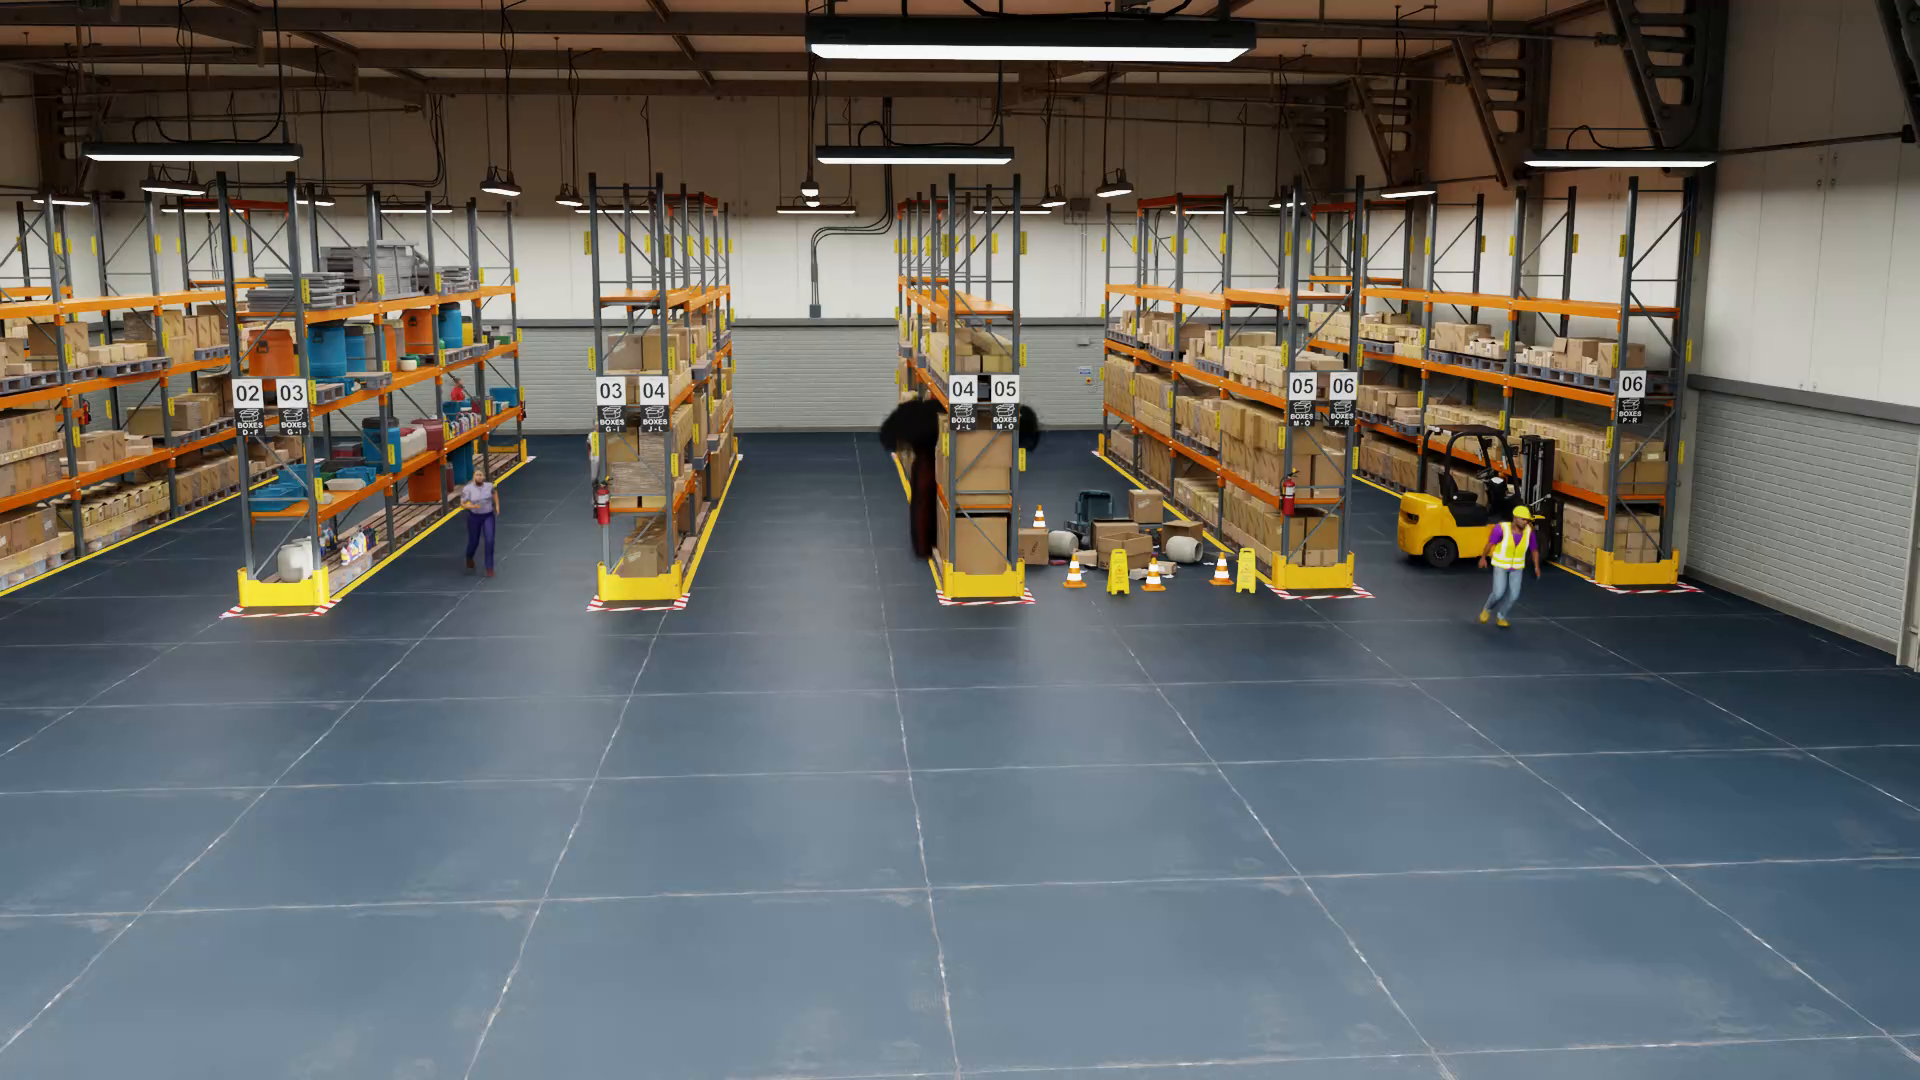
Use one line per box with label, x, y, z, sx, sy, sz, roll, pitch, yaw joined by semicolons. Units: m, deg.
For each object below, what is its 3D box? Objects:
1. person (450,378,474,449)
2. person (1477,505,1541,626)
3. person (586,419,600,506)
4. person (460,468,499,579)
person;-12.554;-3.143;41.532;0.888;1.792;0.647;1;10;4
person;7.224;0.343;21.847;0.688;1.664;0.659;0;10;-2
person;-7.032;-1.527;32.543;0.582;1.729;0.723;-1;10;-3
person;-7.396;-0.282;25.629;0.595;1.667;0.934;-4;11;-22
